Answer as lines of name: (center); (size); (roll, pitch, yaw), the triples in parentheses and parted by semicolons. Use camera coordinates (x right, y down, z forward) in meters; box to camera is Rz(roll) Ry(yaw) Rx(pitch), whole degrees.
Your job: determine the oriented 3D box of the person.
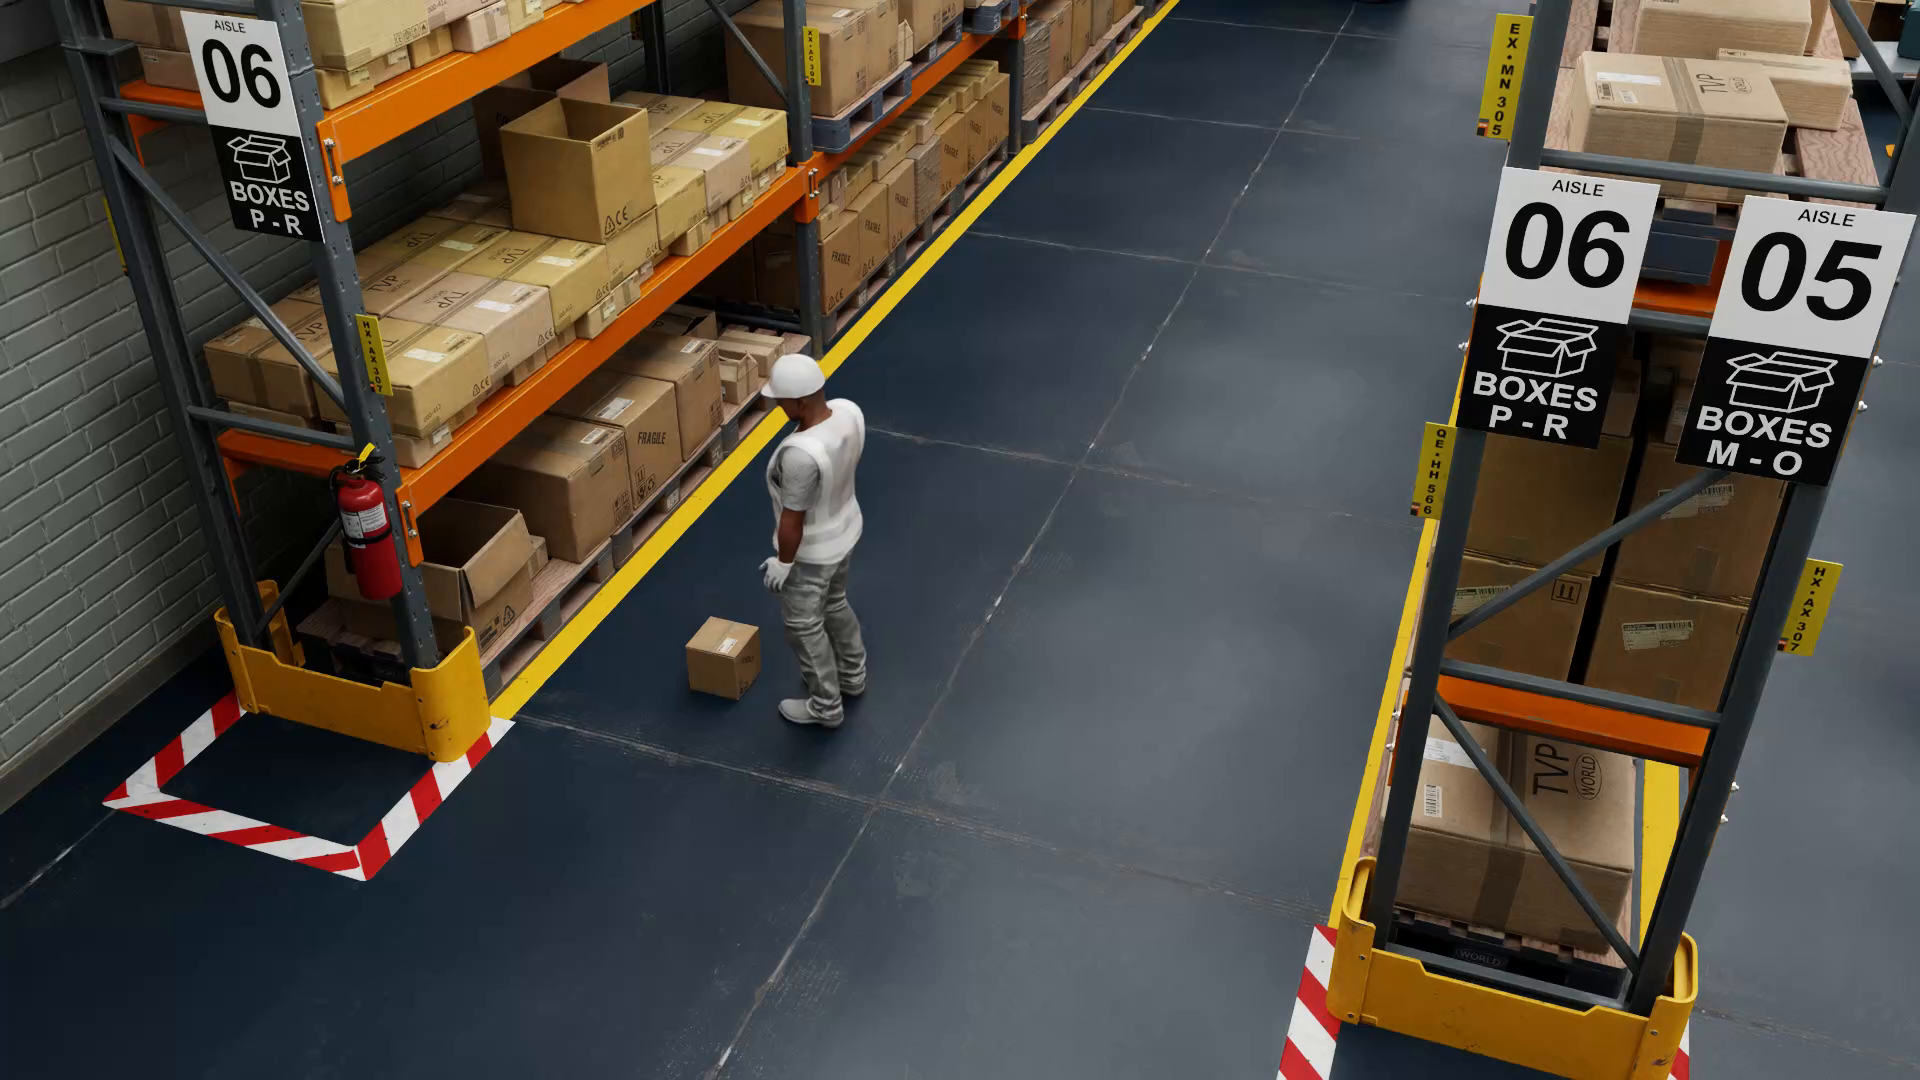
person: (-0.623, 0.012, 7.113); (0.367, 1.770, 0.551); (12, 35, 17)
